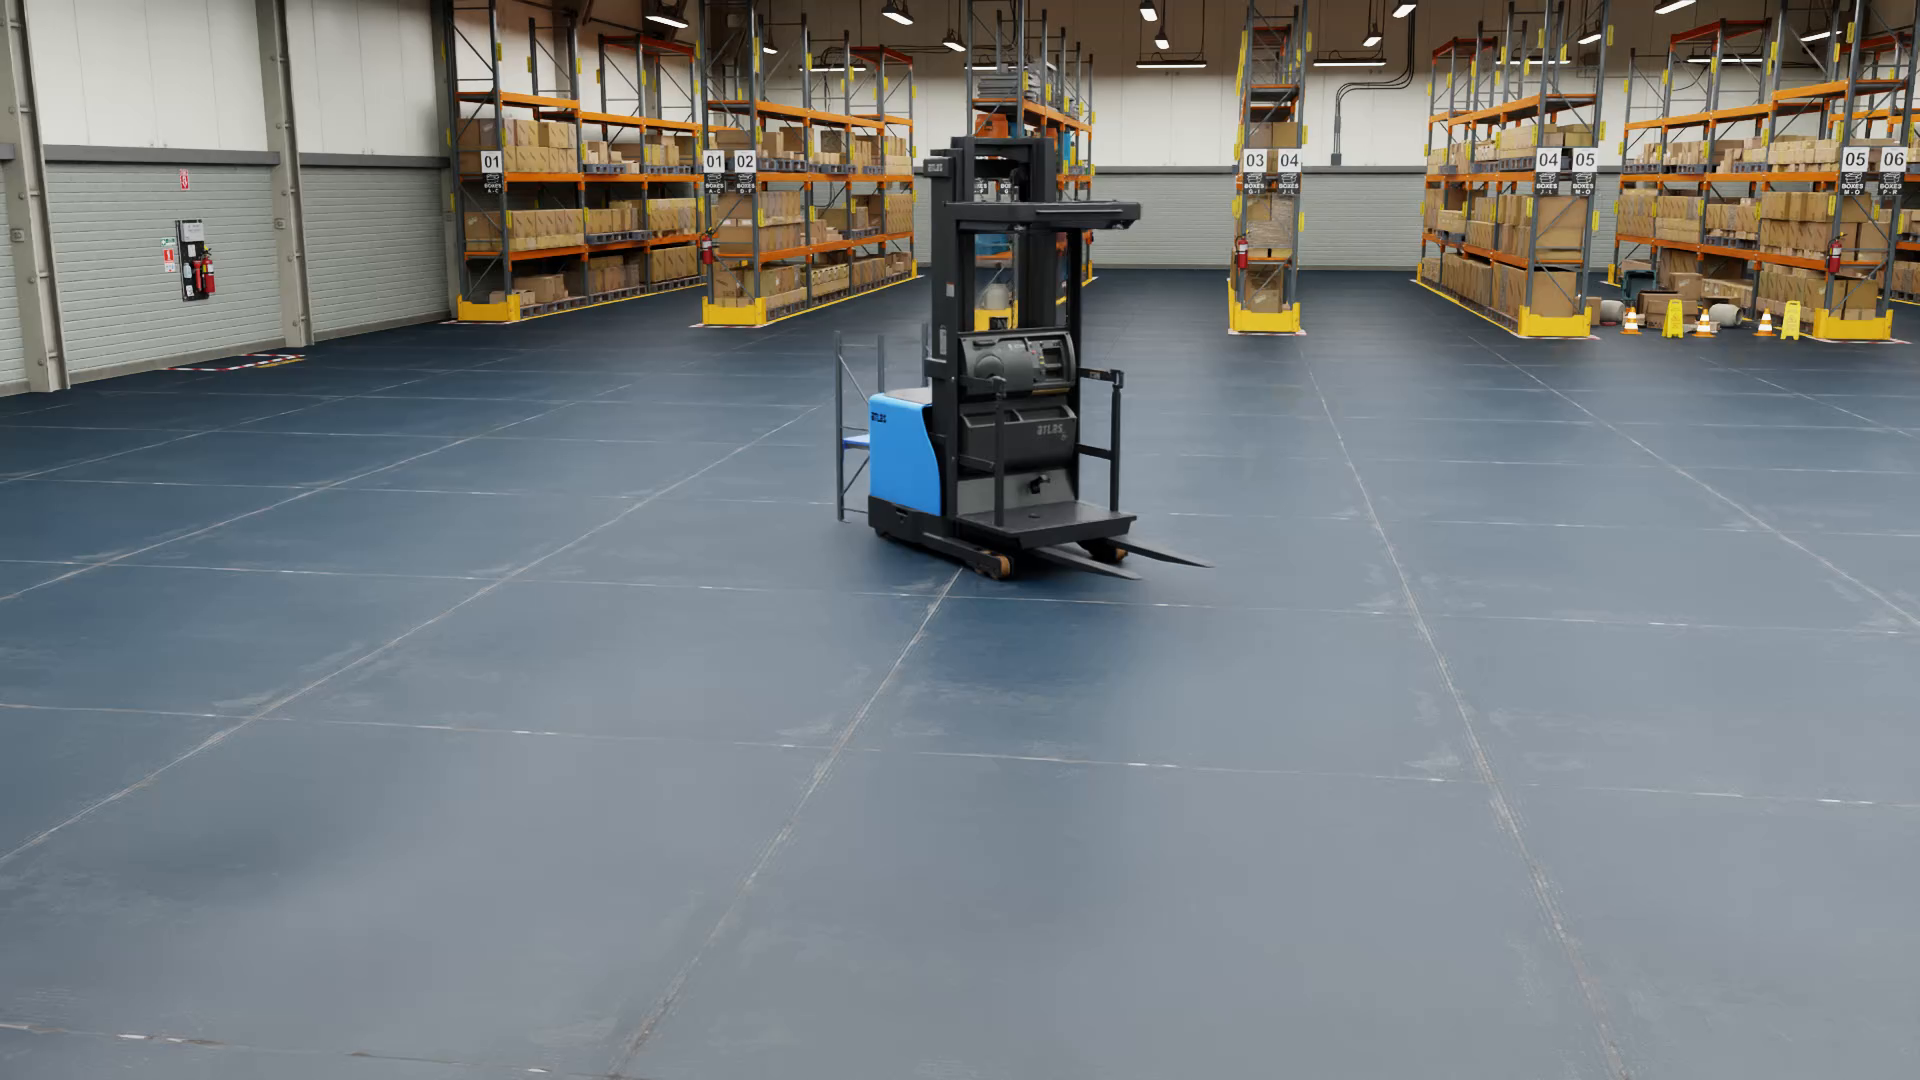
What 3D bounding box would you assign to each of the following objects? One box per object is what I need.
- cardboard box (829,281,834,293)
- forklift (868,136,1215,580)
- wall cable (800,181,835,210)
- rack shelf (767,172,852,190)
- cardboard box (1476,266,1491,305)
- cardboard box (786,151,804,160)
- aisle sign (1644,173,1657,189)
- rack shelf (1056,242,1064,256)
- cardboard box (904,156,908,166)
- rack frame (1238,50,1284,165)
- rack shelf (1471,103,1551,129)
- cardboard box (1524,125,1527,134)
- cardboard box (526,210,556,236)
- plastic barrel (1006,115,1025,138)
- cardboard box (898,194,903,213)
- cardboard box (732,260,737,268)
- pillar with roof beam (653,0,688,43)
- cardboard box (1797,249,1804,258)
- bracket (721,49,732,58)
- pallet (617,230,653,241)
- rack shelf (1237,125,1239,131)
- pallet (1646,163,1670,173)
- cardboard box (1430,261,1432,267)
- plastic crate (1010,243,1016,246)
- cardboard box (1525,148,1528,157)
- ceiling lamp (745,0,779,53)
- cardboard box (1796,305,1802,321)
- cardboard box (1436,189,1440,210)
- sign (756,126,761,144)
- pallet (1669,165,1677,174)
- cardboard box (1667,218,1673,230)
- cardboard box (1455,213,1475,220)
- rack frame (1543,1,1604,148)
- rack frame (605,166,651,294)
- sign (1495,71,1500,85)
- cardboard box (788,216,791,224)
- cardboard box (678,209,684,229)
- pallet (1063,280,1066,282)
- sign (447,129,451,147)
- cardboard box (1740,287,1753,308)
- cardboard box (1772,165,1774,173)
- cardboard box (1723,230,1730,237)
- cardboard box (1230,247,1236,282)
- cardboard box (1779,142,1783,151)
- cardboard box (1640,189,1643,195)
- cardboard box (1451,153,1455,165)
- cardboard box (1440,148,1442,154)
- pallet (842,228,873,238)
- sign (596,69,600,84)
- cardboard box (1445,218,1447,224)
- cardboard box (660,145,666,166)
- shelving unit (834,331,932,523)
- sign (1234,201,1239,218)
[{"bbox_3d":[-3.109,-5.656,37.146,0.500,0.250,0.500,2,12,10],"label":"cardboard box"},{"bbox_3d":[0.529,-1.278,11.466,1.130,2.935,3.031,-8,14,-33],"label":"forklift"},{"bbox_3d":[-5.478,-11.637,52.500,3.097,2.526,0.112,2,12,9],"label":"wall cable"},{"bbox_3d":[-3.344,-7.929,36.754,1.077,0.370,4.000,2,12,9],"label":"rack shelf"},{"bbox_3d":[11.028,-5.133,33.532,1.050,0.750,0.750,2,12,8],"label":"cardboard box"},{"bbox_3d":[-3.547,-8.125,35.312,0.500,0.250,0.500,3,13,15],"label":"cardboard box"},{"bbox_3d":[18.091,-9.529,43.420,0.394,0.787,0.004,2,12,9],"label":"aisle sign"},{"bbox_3d":[1.550,-6.302,36.322,1.077,0.370,4.000,2,12,9],"label":"rack shelf"},{"bbox_3d":[-1.710,-10.314,45.283,0.500,0.250,0.500,2,12,9],"label":"cardboard box"},{"bbox_3d":[7.367,-10.675,40.665,1.000,3.000,0.127,2,12,9],"label":"rack frame"},{"bbox_3d":[11.329,-8.697,34.144,1.077,0.370,4.000,2,12,9],"label":"rack shelf"},{"bbox_3d":[10.241,-7.290,29.550,0.380,0.149,0.250,2,12,10],"label":"cardboard box"},{"bbox_3d":[-8.553,-6.436,33.765,0.500,0.500,0.500,2,12,10],"label":"cardboard box"},{"bbox_3d":[0.983,-7.950,32.956,0.600,0.901,0.708,2,12,9],"label":"plastic barrel"},{"bbox_3d":[-1.834,-9.012,44.581,0.500,0.500,0.500,2,12,10],"label":"cardboard box"},{"bbox_3d":[-6.710,-7.890,46.923,0.700,0.500,0.500,2,12,9],"label":"cardboard box"},{"bbox_3d":[-3.621,-14.123,42.396,8.718,2.987,0.548,2,12,9],"label":"pillar with roof beam"},{"bbox_3d":[15.287,-5.153,29.882,0.380,0.149,0.250,2,12,8],"label":"cardboard box"},{"bbox_3d":[-6.854,-14.241,48.668,0.235,0.232,0.430,2,12,9],"label":"bracket"},{"bbox_3d":[-7.936,-7.145,38.983,1.213,0.211,1.003,2,12,9],"label":"pallet"},{"bbox_3d":[7.674,-10.544,42.715,1.077,0.370,4.000,2,12,9],"label":"rack shelf"},{"bbox_3d":[17.295,-9.014,40.289,1.003,0.211,1.213,2,12,9],"label":"pallet"},{"bbox_3d":[12.178,-7.019,42.301,0.380,0.149,0.250,1,12,7],"label":"cardboard box"},{"bbox_3d":[1.243,-5.762,32.736,0.530,0.136,0.437,2,12,9],"label":"plastic crate"},{"bbox_3d":[10.201,-6.846,29.382,0.380,0.149,0.250,2,12,9],"label":"cardboard box"},{"bbox_3d":[-4.672,-13.745,41.056,0.800,3.185,2.000,2,12,9],"label":"ceiling lamp"},{"bbox_3d":[15.259,-4.069,29.782,0.500,0.250,0.500,2,12,9],"label":"cardboard box"},{"bbox_3d":[12.131,-8.458,41.301,0.500,0.500,0.500,1,12,7],"label":"cardboard box"},{"bbox_3d":[-3.719,-7.479,30.693,0.100,0.325,0.005,2,12,9],"label":"sign"},{"bbox_3d":[17.066,-8.601,38.618,0.805,0.209,1.217,1,12,6],"label":"pallet"},{"bbox_3d":[16.656,-7.296,38.396,0.500,0.250,0.500,2,12,9],"label":"cardboard box"},{"bbox_3d":[11.259,-7.218,37.052,0.380,0.149,0.250,1,12,6],"label":"cardboard box"},{"bbox_3d":[10.403,-7.995,28.231,0.949,2.616,0.053,2,12,9],"label":"rack frame"},{"bbox_3d":[-7.932,-7.391,39.668,1.000,3.000,0.127,2,12,9],"label":"rack frame"},{"bbox_3d":[12.801,-11.010,39.629,0.100,0.325,0.005,2,12,9],"label":"sign"},{"bbox_3d":[-3.640,-6.489,33.706,0.380,0.149,0.250,2,12,8],"label":"cardboard box"},{"bbox_3d":[-7.293,-8.112,42.025,0.500,0.500,0.500,2,12,9],"label":"cardboard box"},{"bbox_3d":[2.313,-6.380,41.596,1.003,0.211,1.213,2,12,9],"label":"pallet"},{"bbox_3d":[-9.707,-7.647,31.634,0.100,0.325,0.005,2,12,9],"label":"sign"},{"bbox_3d":[16.007,-4.785,32.819,0.950,0.372,0.625,2,12,9],"label":"cardboard box"},{"bbox_3d":[15.635,-7.041,31.523,0.380,0.149,0.250,2,12,8],"label":"cardboard box"},{"bbox_3d":[16.123,-6.386,34.607,0.380,0.149,0.250,3,12,12],"label":"cardboard box"},{"bbox_3d":[7.151,-6.589,39.992,1.225,0.875,0.875,1,12,7],"label":"cardboard box"},{"bbox_3d":[15.497,-7.324,30.942,0.380,0.149,0.250,1,12,7],"label":"cardboard box"},{"bbox_3d":[17.174,-8.666,41.433,0.380,0.149,0.250,2,12,9],"label":"cardboard box"},{"bbox_3d":[11.909,-9.012,39.284,0.500,0.311,0.500,2,12,8],"label":"cardboard box"},{"bbox_3d":[12.182,-9.684,41.410,0.380,0.149,0.250,1,12,6],"label":"cardboard box"},{"bbox_3d":[-2.742,-7.542,40.826,1.003,0.211,1.213,2,12,9],"label":"pallet"},{"bbox_3d":[-8.481,-10.875,39.000,0.100,0.325,0.005,2,12,9],"label":"sign"},{"bbox_3d":[11.540,-7.448,38.825,0.380,0.149,0.250,2,12,8],"label":"cardboard box"},{"bbox_3d":[-7.723,-9.554,41.303,0.700,0.500,0.500,2,12,9],"label":"cardboard box"},{"bbox_3d":[-0.447,-0.935,13.273,0.500,1.500,1.039,10,16,39],"label":"shelving unit"},{"bbox_3d":[5.587,-6.660,33.528,0.100,0.325,0.005,2,12,9],"label":"sign"}]
